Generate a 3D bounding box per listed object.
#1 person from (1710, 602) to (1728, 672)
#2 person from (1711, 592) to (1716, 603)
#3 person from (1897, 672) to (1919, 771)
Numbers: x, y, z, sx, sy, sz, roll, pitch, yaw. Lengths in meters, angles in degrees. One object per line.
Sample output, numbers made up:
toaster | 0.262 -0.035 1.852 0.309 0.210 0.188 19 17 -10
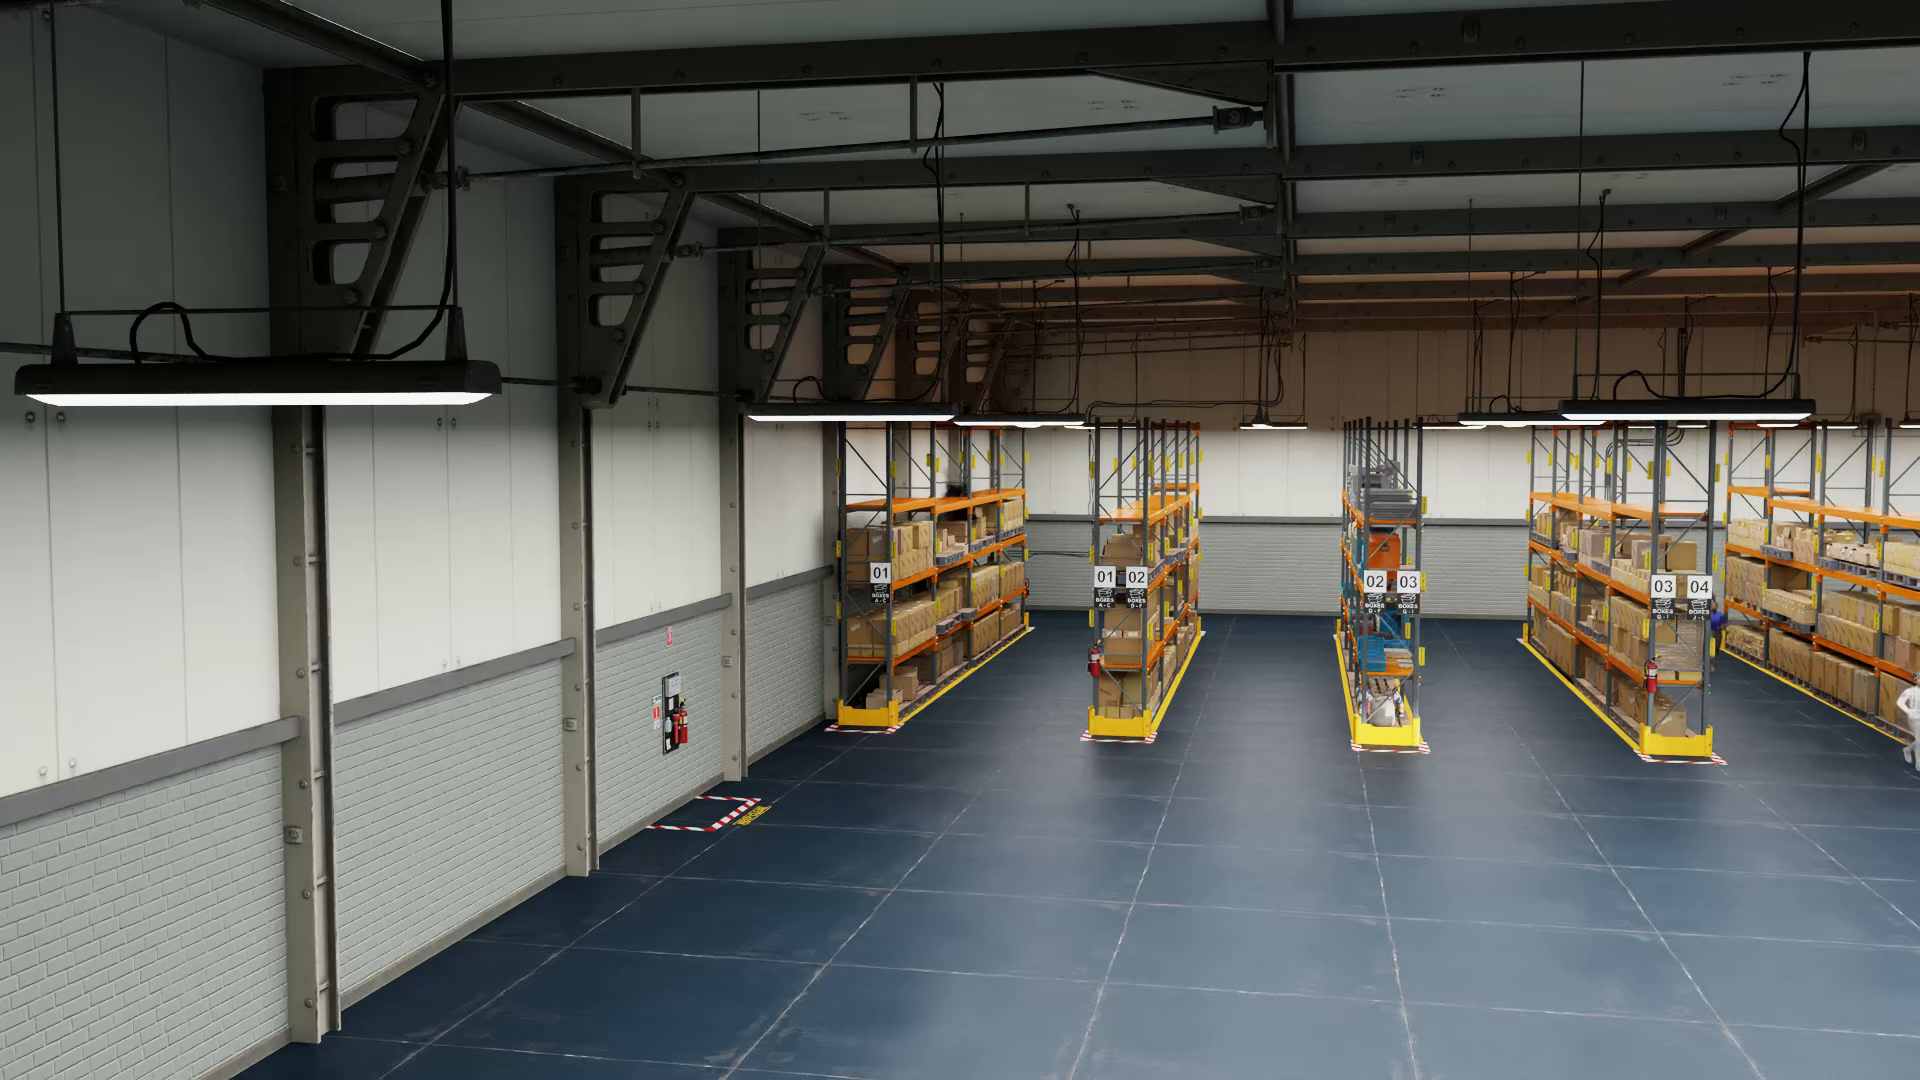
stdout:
person | 18.145 2.312 39.995 0.571 1.667 0.824 1 4 19
person | 20.095 1.995 45.141 0.524 1.606 0.756 -1 4 -9
person | 16.288 3.072 28.281 0.668 1.702 0.654 0 4 0
